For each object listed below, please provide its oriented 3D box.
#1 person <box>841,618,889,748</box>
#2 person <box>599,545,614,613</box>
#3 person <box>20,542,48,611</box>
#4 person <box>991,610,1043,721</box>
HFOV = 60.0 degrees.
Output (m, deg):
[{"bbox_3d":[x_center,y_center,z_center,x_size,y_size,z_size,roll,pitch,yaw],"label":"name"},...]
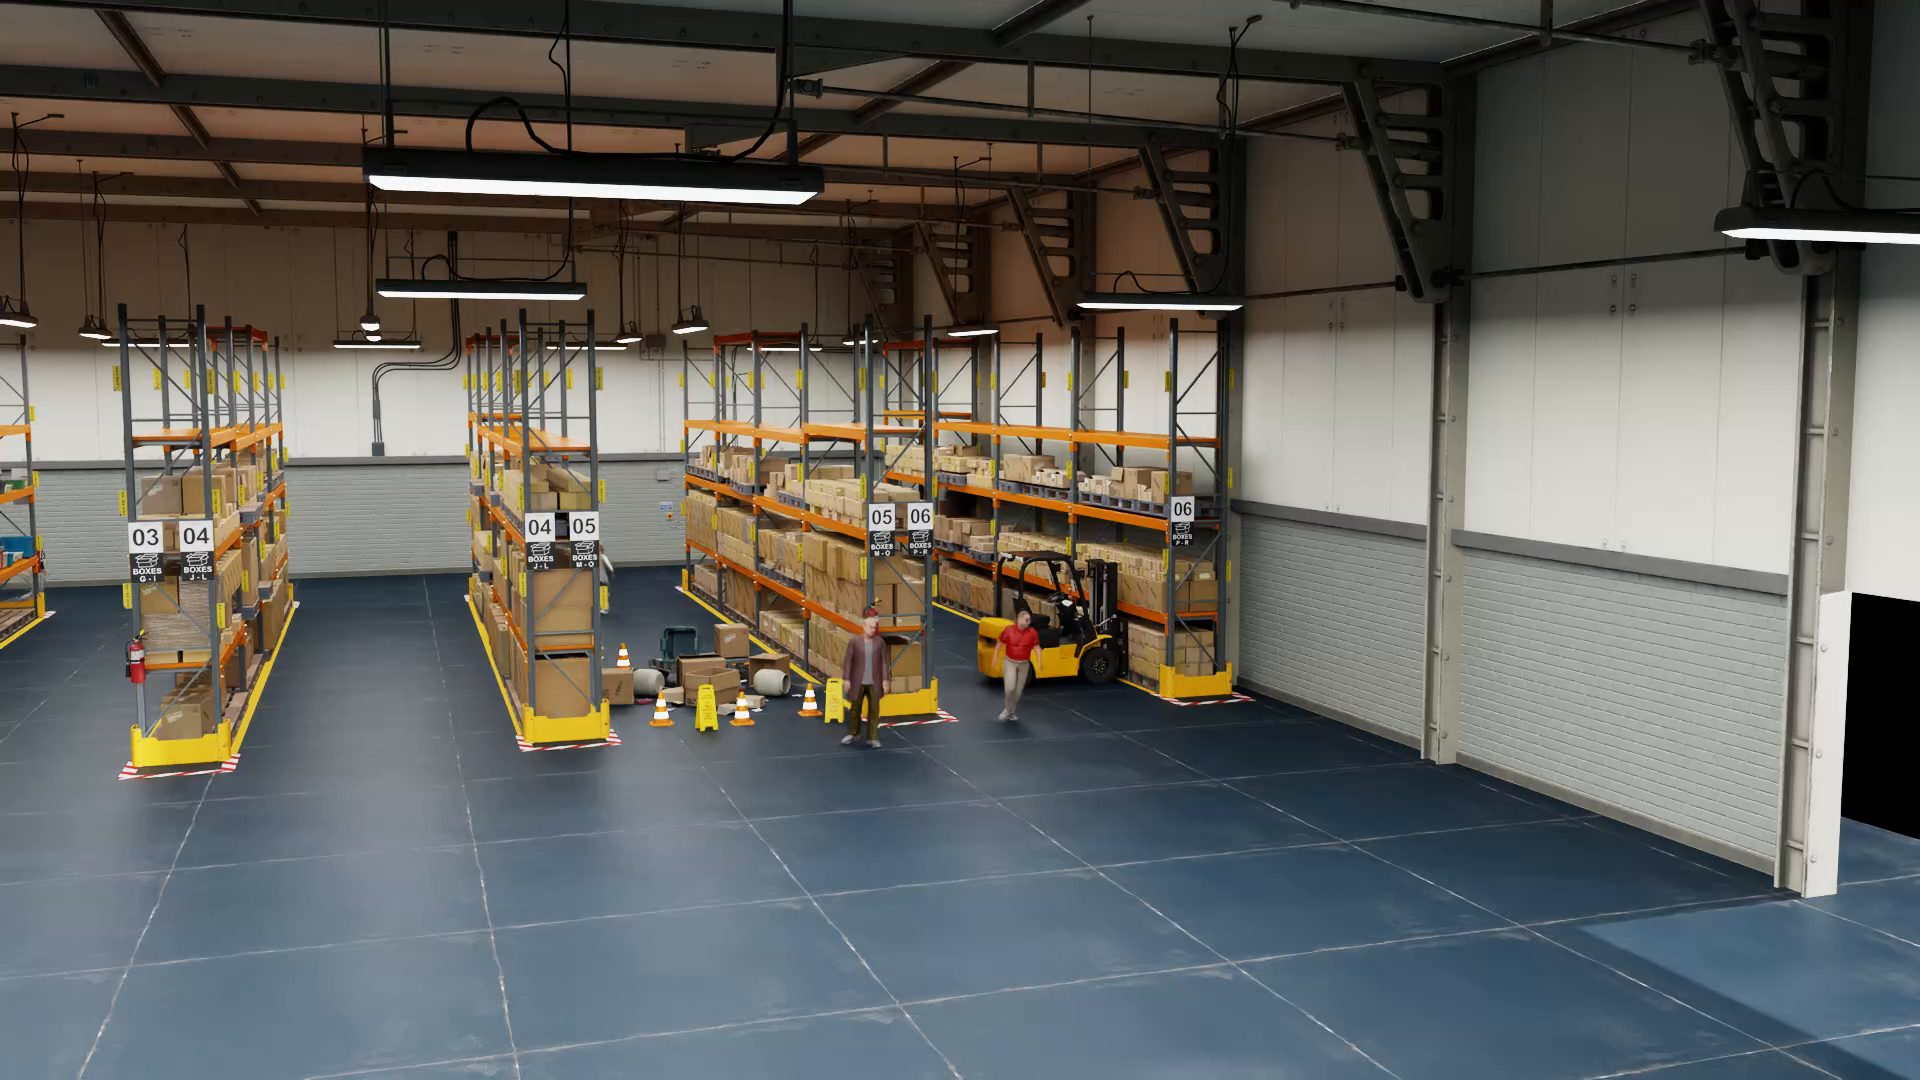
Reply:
[{"bbox_3d":[-1.311,1.951,22.885,0.664,1.784,0.557,-1,6,-12],"label":"person"},{"bbox_3d":[-7.834,0.854,36.137,0.608,1.492,0.483,0,5,4],"label":"person"},{"bbox_3d":[-20.274,0.770,36.303,0.677,1.600,0.611,0,5,4],"label":"person"},{"bbox_3d":[0.849,1.846,24.431,0.662,1.672,0.727,-2,6,-18],"label":"person"}]
